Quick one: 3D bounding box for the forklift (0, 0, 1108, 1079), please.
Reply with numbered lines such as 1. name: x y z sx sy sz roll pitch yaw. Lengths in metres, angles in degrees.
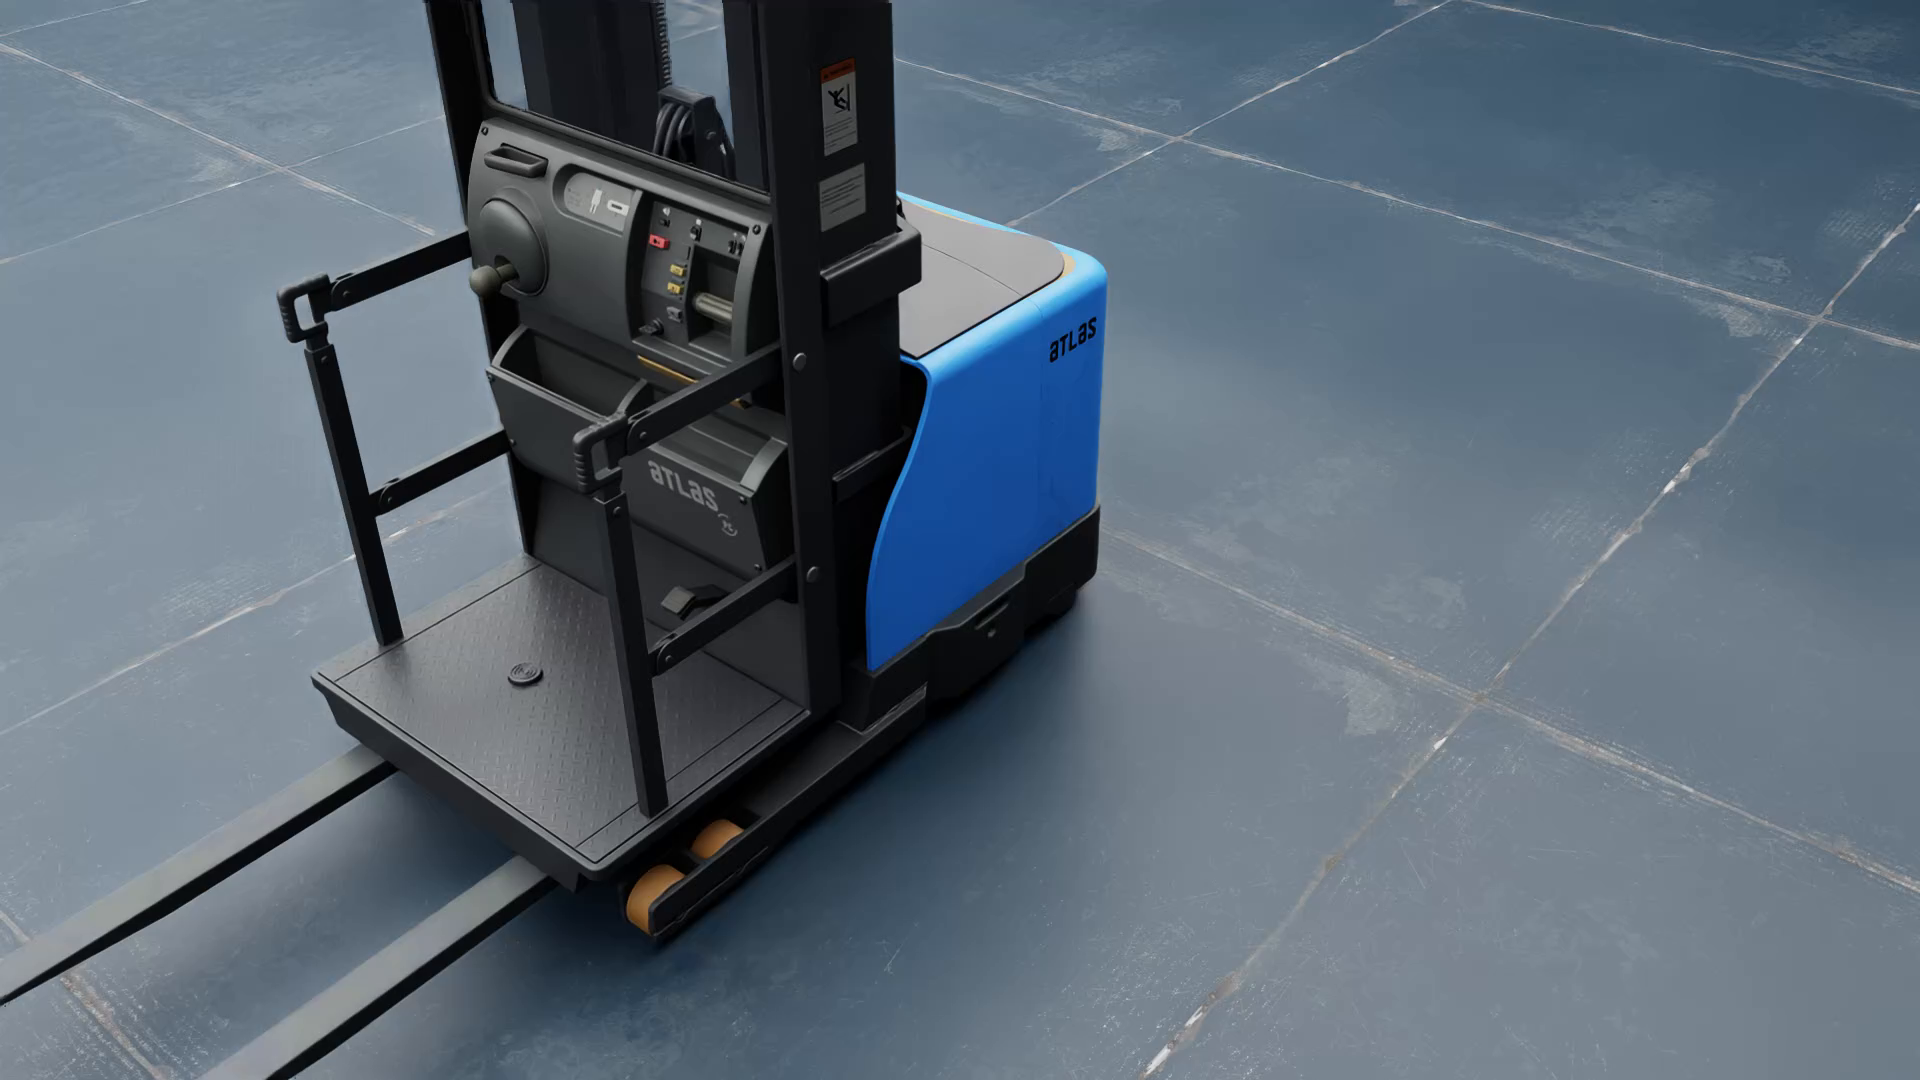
1. forklift: -0.905 -0.599 3.534 1.130 2.935 3.031 25 41 31
